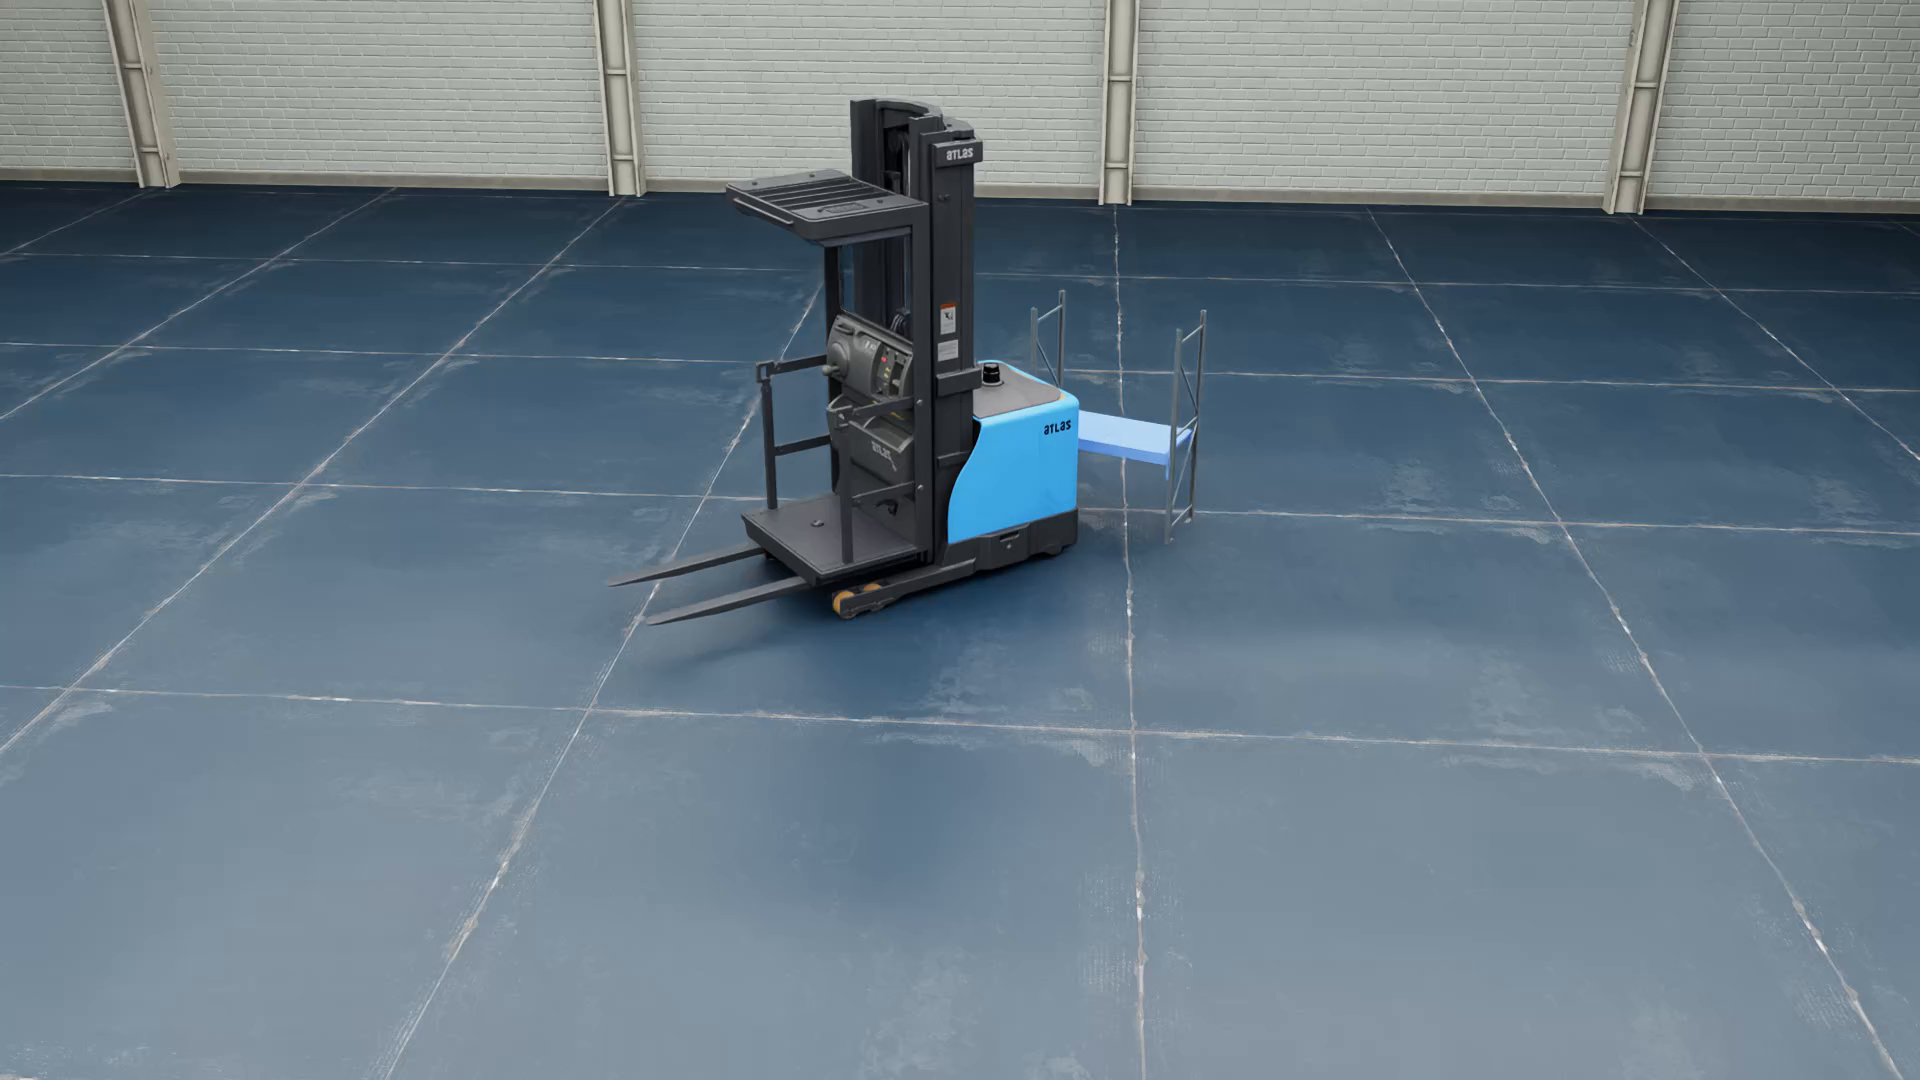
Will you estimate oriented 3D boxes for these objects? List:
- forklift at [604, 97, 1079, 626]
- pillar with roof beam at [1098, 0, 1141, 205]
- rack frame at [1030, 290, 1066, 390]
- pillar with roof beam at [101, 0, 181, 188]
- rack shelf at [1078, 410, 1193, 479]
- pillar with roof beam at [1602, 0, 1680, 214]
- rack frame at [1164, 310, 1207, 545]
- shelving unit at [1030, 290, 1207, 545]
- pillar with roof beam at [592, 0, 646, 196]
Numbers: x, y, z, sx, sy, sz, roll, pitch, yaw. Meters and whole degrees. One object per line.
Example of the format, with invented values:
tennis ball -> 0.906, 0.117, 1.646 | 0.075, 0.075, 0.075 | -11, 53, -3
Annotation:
forklift -> -0.730, -1.101, 10.135 | 3.031, 2.935, 1.130 | -15, 29, -30
pillar with roof beam -> 1.549, -6.391, 14.375 | 0.400, 9.000, 9.100 | 2, 25, 4
rack frame -> 0.596, -0.936, 11.490 | 0.032, 1.500, 0.500 | 12, 27, 25
pillar with roof beam -> -10.416, -6.775, 15.209 | 0.400, 9.000, 9.100 | 2, 25, 4
rack shelf -> 1.048, -0.675, 11.354 | 1.000, 0.185, 0.538 | 12, 27, 25
pillar with roof beam -> 7.531, -6.199, 13.958 | 0.400, 9.000, 9.100 | 2, 25, 4
rack frame -> 1.500, -0.741, 11.067 | 0.032, 1.500, 0.500 | 12, 27, 25
shelving unit -> 1.048, -0.839, 11.279 | 1.048, 1.500, 0.538 | 12, 27, 25
pillar with roof beam -> -4.434, -6.583, 14.792 | 0.400, 9.000, 9.100 | 2, 25, 4
